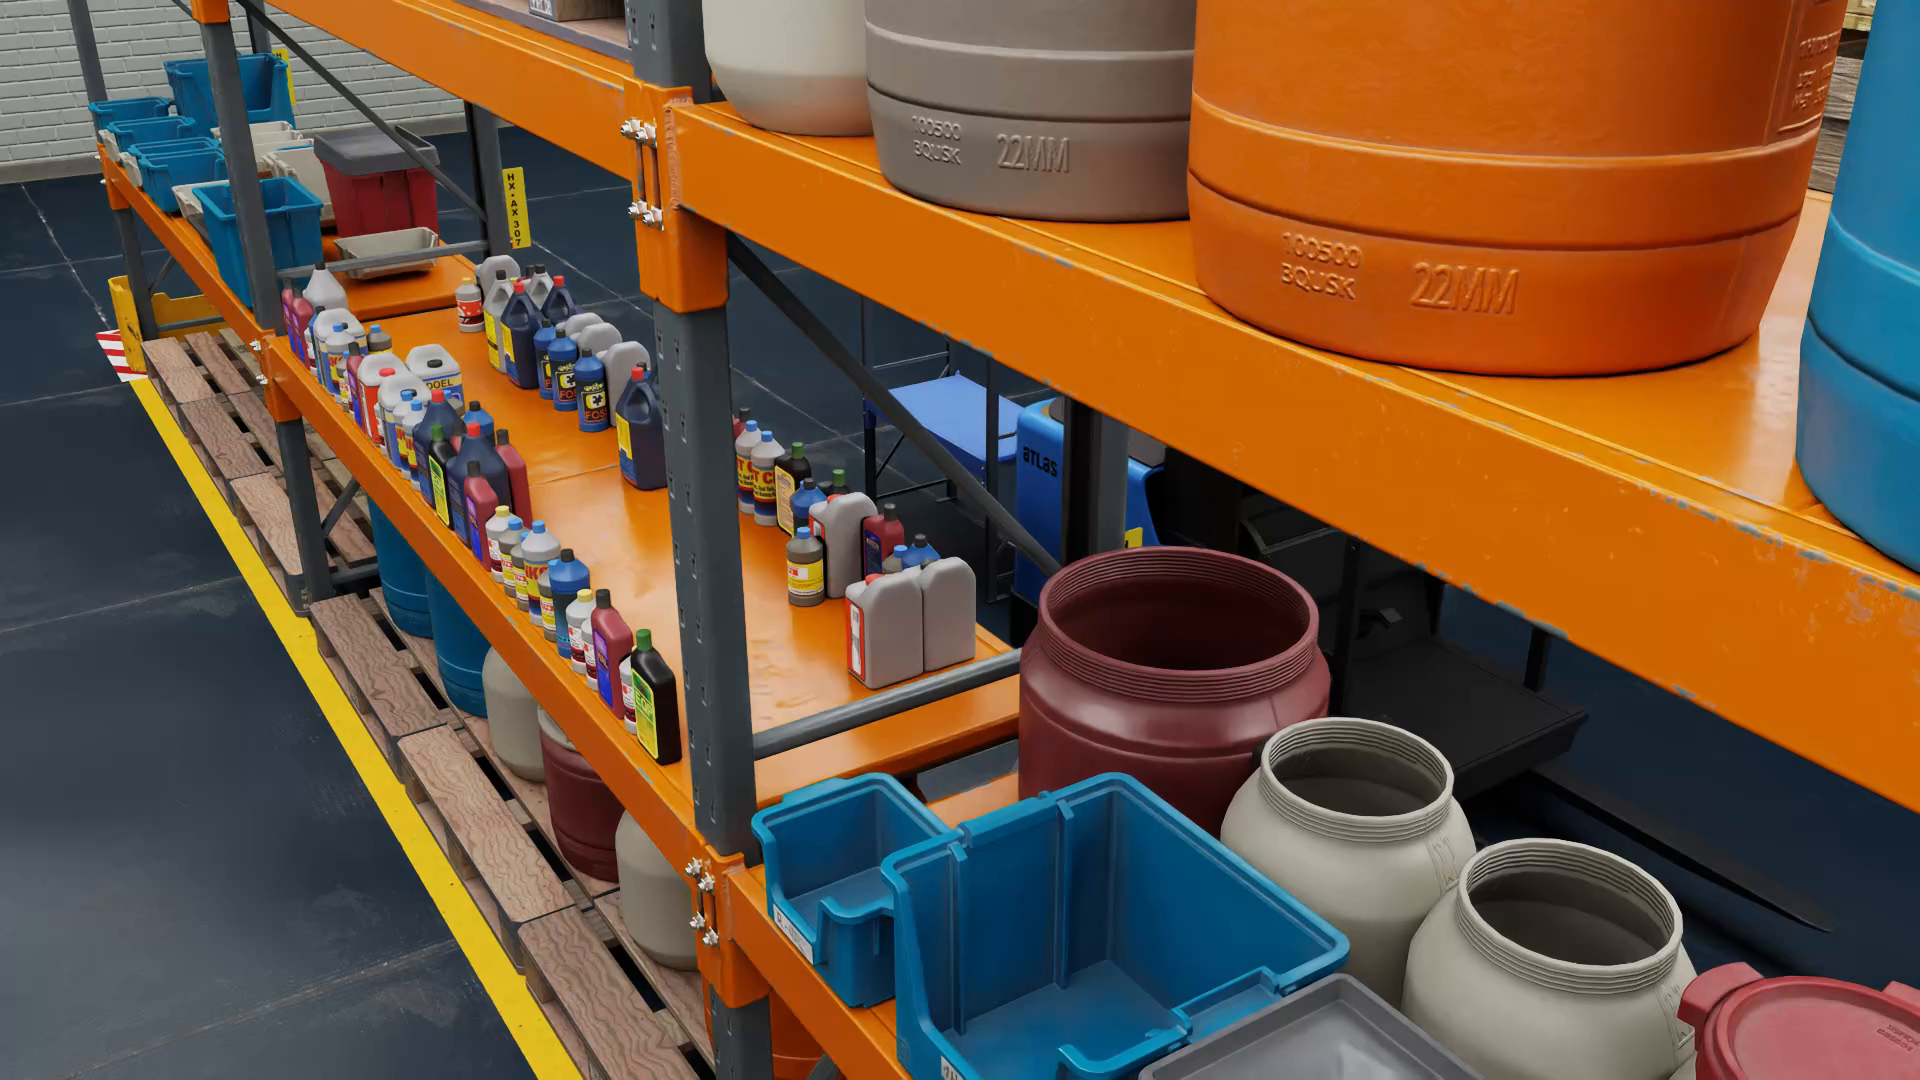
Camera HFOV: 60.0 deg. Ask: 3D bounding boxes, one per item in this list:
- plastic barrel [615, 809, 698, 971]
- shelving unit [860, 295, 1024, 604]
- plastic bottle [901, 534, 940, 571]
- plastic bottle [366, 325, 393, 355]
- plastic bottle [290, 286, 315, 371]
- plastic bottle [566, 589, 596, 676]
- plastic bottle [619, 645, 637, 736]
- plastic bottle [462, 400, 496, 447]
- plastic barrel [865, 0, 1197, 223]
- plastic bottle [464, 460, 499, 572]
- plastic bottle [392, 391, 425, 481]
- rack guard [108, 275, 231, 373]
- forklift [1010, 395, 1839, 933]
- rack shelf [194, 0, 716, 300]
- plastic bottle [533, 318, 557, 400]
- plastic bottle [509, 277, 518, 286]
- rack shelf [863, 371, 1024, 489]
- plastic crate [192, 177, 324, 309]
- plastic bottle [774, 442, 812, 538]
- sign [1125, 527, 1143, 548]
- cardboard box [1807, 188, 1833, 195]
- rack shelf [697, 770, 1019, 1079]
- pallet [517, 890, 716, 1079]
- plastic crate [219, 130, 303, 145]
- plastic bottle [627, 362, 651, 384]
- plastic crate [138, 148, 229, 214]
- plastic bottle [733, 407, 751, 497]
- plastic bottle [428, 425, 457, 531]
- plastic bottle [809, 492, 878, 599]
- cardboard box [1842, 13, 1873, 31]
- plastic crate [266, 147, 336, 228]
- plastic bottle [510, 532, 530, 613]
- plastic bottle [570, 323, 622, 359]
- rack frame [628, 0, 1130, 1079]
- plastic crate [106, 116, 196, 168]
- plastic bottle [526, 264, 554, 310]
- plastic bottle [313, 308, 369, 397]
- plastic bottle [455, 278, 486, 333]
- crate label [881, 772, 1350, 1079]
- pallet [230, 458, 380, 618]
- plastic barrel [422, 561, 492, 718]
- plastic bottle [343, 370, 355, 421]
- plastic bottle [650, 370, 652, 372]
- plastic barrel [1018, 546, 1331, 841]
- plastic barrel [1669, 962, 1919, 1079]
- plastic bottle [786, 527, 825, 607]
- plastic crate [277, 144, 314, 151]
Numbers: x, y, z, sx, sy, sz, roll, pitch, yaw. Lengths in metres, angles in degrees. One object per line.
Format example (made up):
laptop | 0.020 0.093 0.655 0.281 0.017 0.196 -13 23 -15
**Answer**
plastic barrel | -0.755 0.917 4.716 0.421 0.512 0.421 0 25 0
shelving unit | 0.047 -0.648 7.365 0.538 1.500 1.048 -16 29 -30
plastic bottle | -0.097 0.114 4.145 0.097 0.271 0.097 0 25 0
plastic bottle | -2.047 -0.657 5.861 0.097 0.201 0.097 0 25 0
plastic bottle | -2.359 -0.766 5.995 0.061 0.283 0.133 -16 29 -30
plastic bottle | -0.896 0.216 4.012 0.097 0.201 0.097 0 25 0
plastic bottle | -0.717 0.333 3.763 0.097 0.201 0.097 0 25 0
plastic bottle | -1.442 -0.286 4.993 0.097 0.271 0.097 0 25 0
plastic barrel | 0.176 -0.905 2.052 0.600 0.901 0.600 0 25 0
plastic bottle | -1.293 -0.067 4.515 0.061 0.283 0.133 -16 29 -30
plastic bottle | -1.669 -0.322 5.069 0.097 0.271 0.097 0 25 0
rack guard | -4.482 -1.403 10.135 1.175 0.500 0.348 -16 29 -30
forklift | 1.443 -0.456 5.284 1.130 2.935 3.031 -16 30 -30
rack shelf | -1.183 -1.412 4.557 1.077 0.370 4.000 -16 29 -30
plastic bottle | -1.408 -0.626 5.713 0.097 0.271 0.097 0 25 0
plastic bottle | -1.702 -0.906 6.388 0.097 0.201 0.097 0 25 0
rack shelf | 0.047 -0.485 7.442 0.538 0.185 1.000 -16 29 -30
plastic crate | -2.815 -1.204 6.735 0.392 0.384 0.575 -16 29 -30
plastic bottle | -0.470 -0.150 4.690 0.061 0.283 0.133 -16 29 -30
sign | 0.366 0.130 3.771 0.100 0.325 0.005 -16 29 -30
cardboard box | 3.315 -1.164 6.585 0.500 0.500 0.500 -16 30 -30
rack shelf | 1.001 1.375 2.167 1.077 0.370 4.000 -16 29 -30
pallet | -0.556 1.323 4.701 1.003 0.211 1.213 -16 29 -30
plastic crate | -3.715 -2.079 8.878 0.396 0.136 0.243 -16 29 -30
plastic bottle | -1.006 -0.434 5.306 0.097 0.271 0.097 0 25 0
plastic crate | -3.717 -1.735 8.038 0.416 0.233 0.300 -16 29 -30
plastic bottle | -0.649 -0.267 4.939 0.061 0.283 0.133 -16 29 -30
plastic bottle | -1.467 -0.181 4.757 0.061 0.283 0.133 -16 29 -30
plastic bottle | -0.309 -0.005 4.393 0.152 0.276 0.135 -16 29 -30
cardboard box | 5.916 -3.333 10.751 0.380 0.149 0.250 -15 29 -29
plastic crate | -2.954 -1.659 7.820 0.437 0.282 0.530 -16 29 -30
plastic bottle | -1.109 0.076 4.307 0.097 0.201 0.097 0 25 0
plastic bottle | -1.240 -0.616 5.686 0.152 0.276 0.135 -16 29 -30
rack frame | -0.088 0.333 3.530 0.949 2.616 0.053 -16 29 -30
plastic crate | -4.240 -2.078 8.765 0.416 0.233 0.300 -16 29 -30
plastic bottle | -1.499 -0.822 6.035 0.144 0.351 0.185 -16 29 -30
plastic bottle | -2.141 -0.655 5.770 0.152 0.276 0.135 -16 29 -30
plastic bottle | -1.883 -0.905 6.387 0.097 0.201 0.097 0 25 0
crate label | 0.225 0.736 2.635 0.502 0.435 0.616 -16 29 -30
pallet | -2.708 -0.090 7.693 1.003 0.211 1.213 -16 29 -30
plastic barrel | -1.605 0.114 5.961 0.600 0.901 0.708 -16 29 -30
plastic bottle | -1.995 -0.504 5.537 0.097 0.201 0.097 0 25 0
plastic bottle | -0.949 -0.464 5.356 0.061 0.283 0.133 -16 29 -30
plastic barrel | 0.416 0.368 3.298 0.600 0.536 0.708 -16 29 -30
plastic barrel | 1.117 0.893 2.186 0.433 0.535 0.433 0 25 0
plastic bottle | -0.403 0.064 4.333 0.097 0.201 0.097 0 25 0
plastic crate | -3.122 -1.804 8.183 0.416 0.233 0.300 -16 29 -30
